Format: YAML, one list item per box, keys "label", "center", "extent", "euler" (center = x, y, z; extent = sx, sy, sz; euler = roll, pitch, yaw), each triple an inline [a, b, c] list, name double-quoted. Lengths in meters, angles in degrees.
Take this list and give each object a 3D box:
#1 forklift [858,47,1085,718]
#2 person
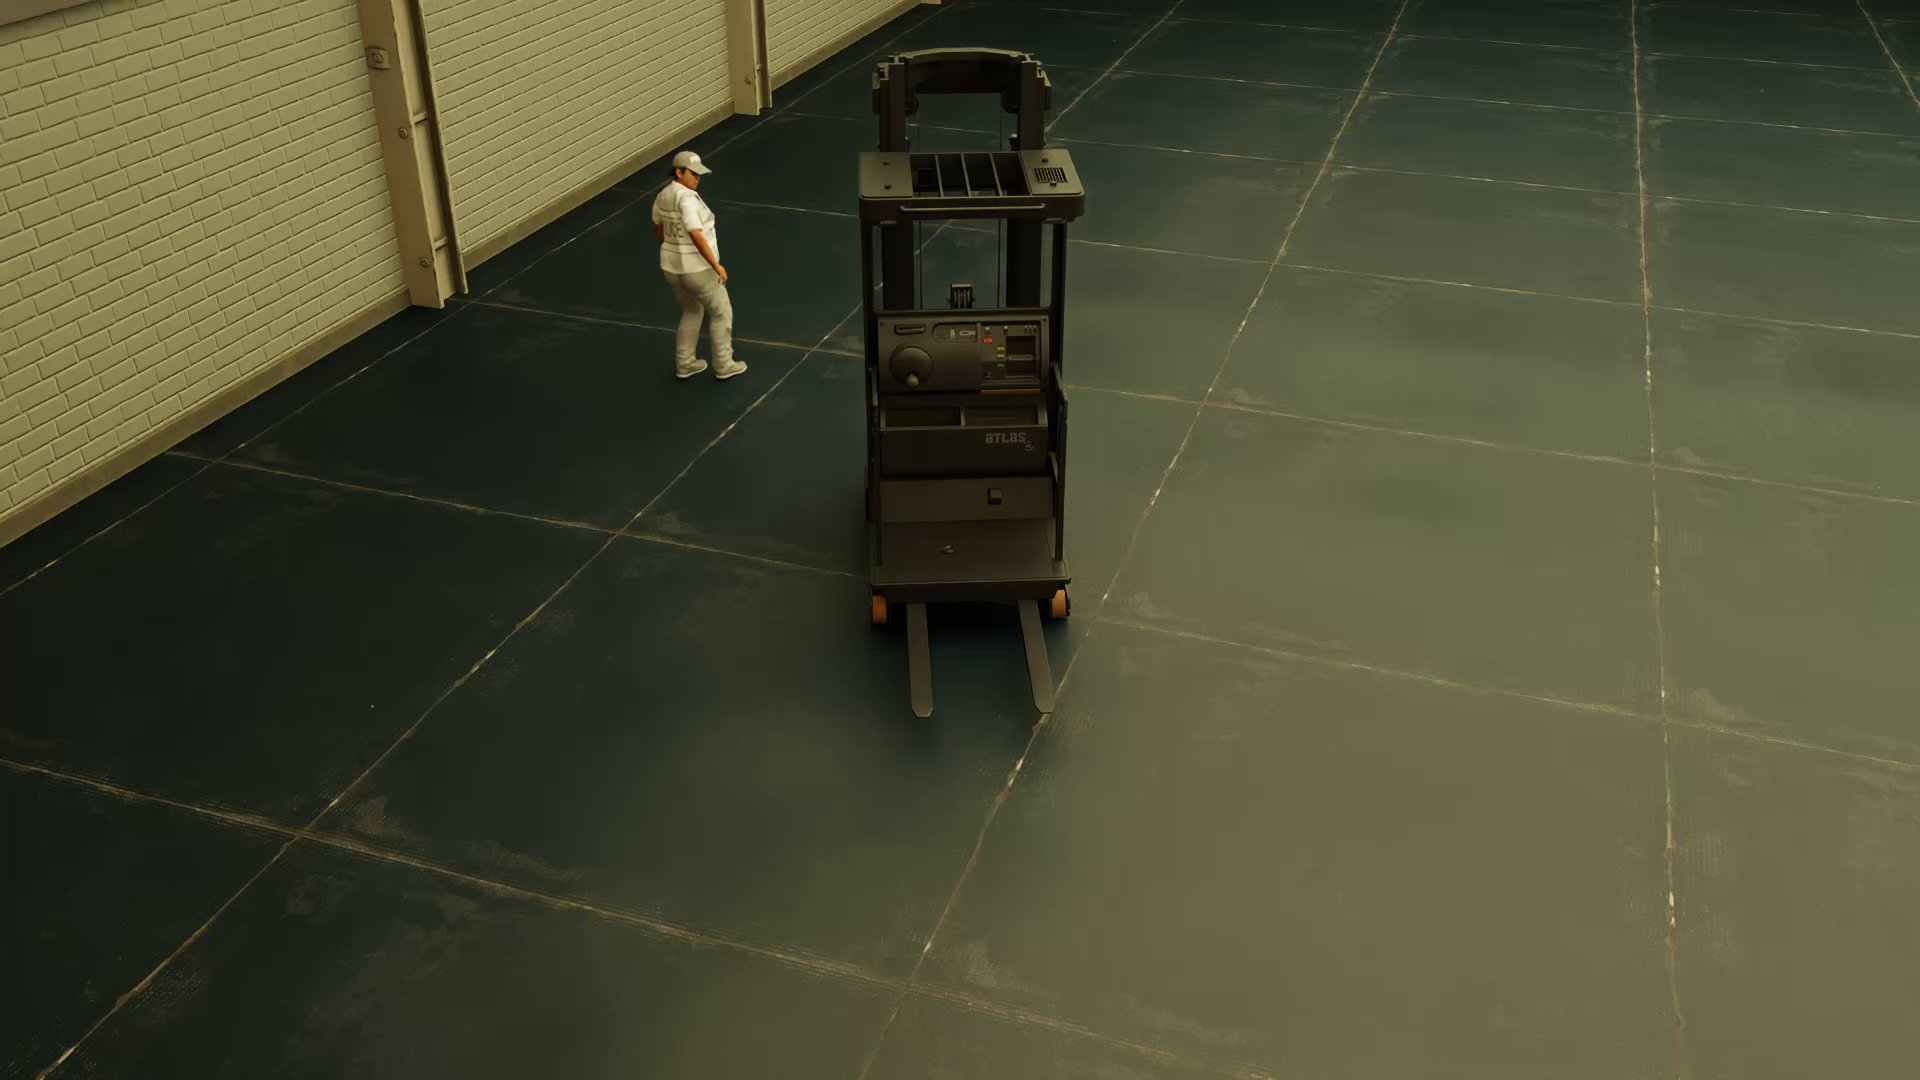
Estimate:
- label: "forklift"
  center: [0.035, -0.972, 8.842]
  extent: [1.130, 2.935, 3.031]
  euler: [-2, 30, -3]
- label: "person"
  center: [-1.877, -1.956, 11.868]
  extent: [0.685, 1.648, 0.508]
  euler: [25, 38, 36]
